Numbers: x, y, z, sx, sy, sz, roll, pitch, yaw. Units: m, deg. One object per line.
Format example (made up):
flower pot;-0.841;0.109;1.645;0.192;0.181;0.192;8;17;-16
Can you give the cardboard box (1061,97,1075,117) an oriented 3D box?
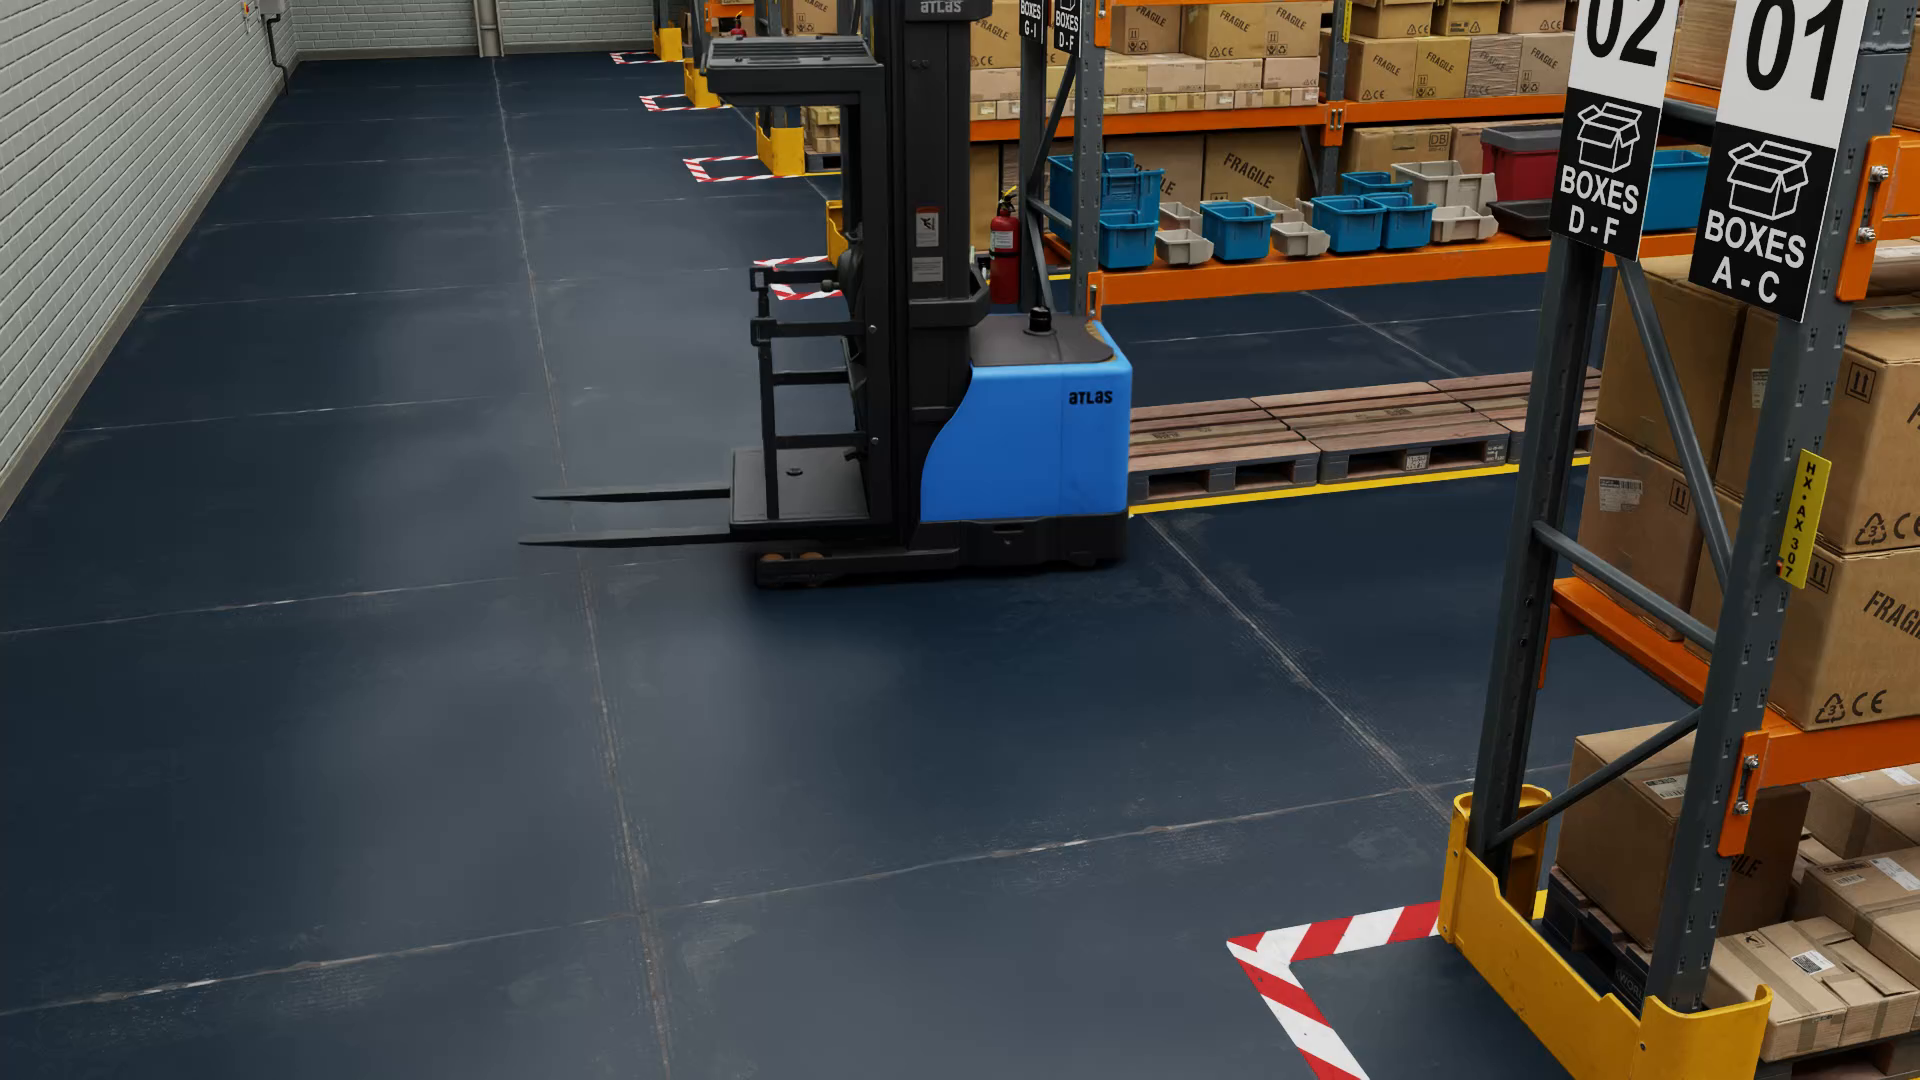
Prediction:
cardboard box;0.855;-3.554;13.547;0.250;0.149;0.380;-7;24;-15

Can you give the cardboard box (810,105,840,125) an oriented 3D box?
cardboard box;-1.460;-4.596;17.985;0.250;0.149;0.380;-7;24;-17

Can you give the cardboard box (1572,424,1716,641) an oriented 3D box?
cardboard box;2.217;-0.055;4.946;0.500;0.500;0.500;-6;24;-13

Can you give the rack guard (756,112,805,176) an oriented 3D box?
rack guard;-1.983;-4.372;18.306;0.348;0.500;1.175;-6;24;-14

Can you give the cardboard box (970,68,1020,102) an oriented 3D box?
cardboard box;0.221;-3.693;13.366;0.500;0.250;0.500;-7;24;-15

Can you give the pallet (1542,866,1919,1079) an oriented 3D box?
pallet;2.700;1.331;5.381;1.213;0.211;1.003;-6;24;-14

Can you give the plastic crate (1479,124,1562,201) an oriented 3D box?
plastic crate;3.449;-2.222;9.966;0.583;0.464;0.402;-6;24;-14

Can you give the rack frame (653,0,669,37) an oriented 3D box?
rack frame;-4.835;-9.265;26.540;0.127;3.000;1.000;-6;24;-14

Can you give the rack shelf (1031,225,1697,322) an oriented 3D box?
rack shelf;2.450;-1.621;9.636;4.000;0.370;1.077;-6;24;-14

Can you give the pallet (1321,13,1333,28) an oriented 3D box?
pallet;3.752;-6.050;19.290;1.213;0.211;1.003;-6;24;-14

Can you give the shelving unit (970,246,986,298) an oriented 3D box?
shelving unit;-0.030;-1.057;9.671;0.258;1.200;0.503;-1;24;-8

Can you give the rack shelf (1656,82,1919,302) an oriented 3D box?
rack shelf;3.785;-1.118;4.661;4.000;0.370;1.077;-6;24;-14

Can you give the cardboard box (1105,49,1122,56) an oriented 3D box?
cardboard box;1.061;-4.004;14.091;0.500;0.250;0.500;-6;24;-14

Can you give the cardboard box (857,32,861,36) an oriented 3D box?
cardboard box;-1.148;-5.359;17.753;0.250;0.149;0.380;-7;24;-16

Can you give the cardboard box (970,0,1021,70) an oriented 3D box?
cardboard box;0.203;-4.033;13.207;0.500;0.500;0.500;-7;24;-16

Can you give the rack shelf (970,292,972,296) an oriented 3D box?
rack shelf;-0.013;-1.438;9.504;0.258;0.148;0.480;-1;24;-8

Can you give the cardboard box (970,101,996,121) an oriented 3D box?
cardboard box;0.111;-3.471;13.355;0.250;0.149;0.380;-7;24;-16

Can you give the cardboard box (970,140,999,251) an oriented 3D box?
cardboard box;-0.219;-2.934;13.946;0.875;0.875;0.875;-6;24;-14

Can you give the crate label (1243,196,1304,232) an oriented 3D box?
crate label;1.805;-1.865;9.550;0.243;0.136;0.396;-6;24;-14

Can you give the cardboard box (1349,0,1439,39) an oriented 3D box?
cardboard box;3.651;-4.623;14.321;0.637;0.503;0.797;-7;24;-16

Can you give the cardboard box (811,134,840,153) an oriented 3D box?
cardboard box;-1.465;-4.330;18.120;0.250;0.149;0.380;-6;24;-13

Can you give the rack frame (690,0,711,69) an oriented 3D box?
rack frame;-3.490;-7.381;22.149;0.127;3.000;1.000;-6;24;-14

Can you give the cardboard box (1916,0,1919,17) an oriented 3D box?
cardboard box;2.424;-1.353;3.851;0.500;0.250;0.500;-6;24;-14

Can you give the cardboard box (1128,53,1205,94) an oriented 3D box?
cardboard box;1.695;-3.856;13.745;0.500;0.250;0.500;-6;24;-13

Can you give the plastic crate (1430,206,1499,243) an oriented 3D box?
plastic crate;2.781;-1.771;9.332;0.466;0.136;0.293;-6;24;-14

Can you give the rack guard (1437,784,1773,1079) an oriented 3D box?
rack guard;1.932;1.283;5.126;0.348;0.500;1.175;-6;24;-14

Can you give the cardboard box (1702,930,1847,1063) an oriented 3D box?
cardboard box;2.355;1.336;4.889;0.250;0.149;0.380;-6;24;-14

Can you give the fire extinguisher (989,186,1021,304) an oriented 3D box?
fire extinguisher;0.257;-1.688;9.451;0.183;0.674;0.296;-6;24;-14

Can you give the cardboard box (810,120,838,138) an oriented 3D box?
cardboard box;-1.482;-4.491;18.117;0.250;0.149;0.380;-5;24;-12

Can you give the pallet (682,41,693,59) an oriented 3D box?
pallet;-3.994;-8.077;27.307;1.213;0.211;1.003;-6;24;-14

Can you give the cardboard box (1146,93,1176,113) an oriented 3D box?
cardboard box;1.596;-3.636;13.738;0.250;0.149;0.380;-7;24;-15

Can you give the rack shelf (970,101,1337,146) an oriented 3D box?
rack shelf;1.112;-3.501;14.018;4.000;0.370;1.077;-6;24;-14

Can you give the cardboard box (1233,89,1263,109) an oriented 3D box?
cardboard box;2.338;-3.718;13.929;0.250;0.149;0.380;-7;24;-15

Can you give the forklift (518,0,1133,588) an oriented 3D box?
forklift;-0.703;-1.329;8.131;3.031;2.935;1.130;-3;23;-6

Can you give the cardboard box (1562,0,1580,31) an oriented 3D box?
cardboard box;5.553;-4.838;14.822;0.637;0.503;0.797;-6;24;-13

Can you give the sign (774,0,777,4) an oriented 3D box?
sign;-1.909;-5.705;17.143;0.005;0.325;0.100;-6;24;-14

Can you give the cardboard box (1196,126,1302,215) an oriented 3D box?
cardboard box;2.381;-3.222;14.616;0.875;0.875;0.875;-6;24;-14

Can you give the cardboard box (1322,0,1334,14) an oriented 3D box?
cardboard box;4.060;-6.081;18.903;0.250;0.149;0.380;-6;24;-13

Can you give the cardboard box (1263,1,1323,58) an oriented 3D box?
cardboard box;2.668;-4.307;13.845;0.500;0.500;0.500;-6;24;-13

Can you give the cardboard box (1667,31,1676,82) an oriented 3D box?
cardboard box;6.000;-4.319;14.886;0.500;0.500;0.500;-7;24;-15

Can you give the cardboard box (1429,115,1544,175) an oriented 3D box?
cardboard box;4.509;-3.433;15.108;0.875;0.875;1.225;-7;24;-16

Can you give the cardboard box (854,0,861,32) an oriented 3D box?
cardboard box;-1.040;-5.705;17.738;0.500;0.500;0.500;-6;24;-14

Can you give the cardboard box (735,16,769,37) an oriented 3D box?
cardboard box;-3.387;-8.415;27.195;0.500;0.500;0.700;-5;24;-12

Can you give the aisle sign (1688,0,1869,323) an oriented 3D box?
aisle sign;1.873;-0.933;3.825;0.004;0.787;0.394;-6;24;-14

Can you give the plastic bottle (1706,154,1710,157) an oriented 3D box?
plastic bottle;4.668;-2.272;10.399;0.135;0.276;0.152;-6;24;-14

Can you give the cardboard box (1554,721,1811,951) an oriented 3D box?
cardboard box;2.316;0.938;5.373;0.500;0.500;0.500;-6;24;-14

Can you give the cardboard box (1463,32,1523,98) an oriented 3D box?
cardboard box;4.514;-4.152;14.496;0.500;0.500;0.500;-7;24;-16

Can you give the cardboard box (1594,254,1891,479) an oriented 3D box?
cardboard box;2.213;-0.515;4.751;0.500;0.500;0.500;-7;24;-15

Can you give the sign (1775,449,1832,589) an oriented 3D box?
sign;2.006;-0.049;3.963;0.005;0.325;0.100;-6;24;-14

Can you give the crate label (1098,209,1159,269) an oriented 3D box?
crate label;0.851;-1.590;8.789;0.303;0.233;0.416;-6;24;-14

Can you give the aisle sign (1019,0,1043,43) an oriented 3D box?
aisle sign;0.376;-3.037;8.726;0.004;0.787;0.394;-6;24;-14

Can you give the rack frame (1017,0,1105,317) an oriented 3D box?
rack frame;0.525;-1.739;8.998;0.127;3.000;1.000;-6;24;-14

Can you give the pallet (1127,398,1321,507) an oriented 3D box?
pallet;1.329;-0.530;9.718;1.213;0.211;1.003;-6;24;-14

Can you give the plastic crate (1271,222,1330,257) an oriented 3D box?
plastic crate;1.836;-1.621;8.983;0.298;0.136;0.250;-6;24;-14
